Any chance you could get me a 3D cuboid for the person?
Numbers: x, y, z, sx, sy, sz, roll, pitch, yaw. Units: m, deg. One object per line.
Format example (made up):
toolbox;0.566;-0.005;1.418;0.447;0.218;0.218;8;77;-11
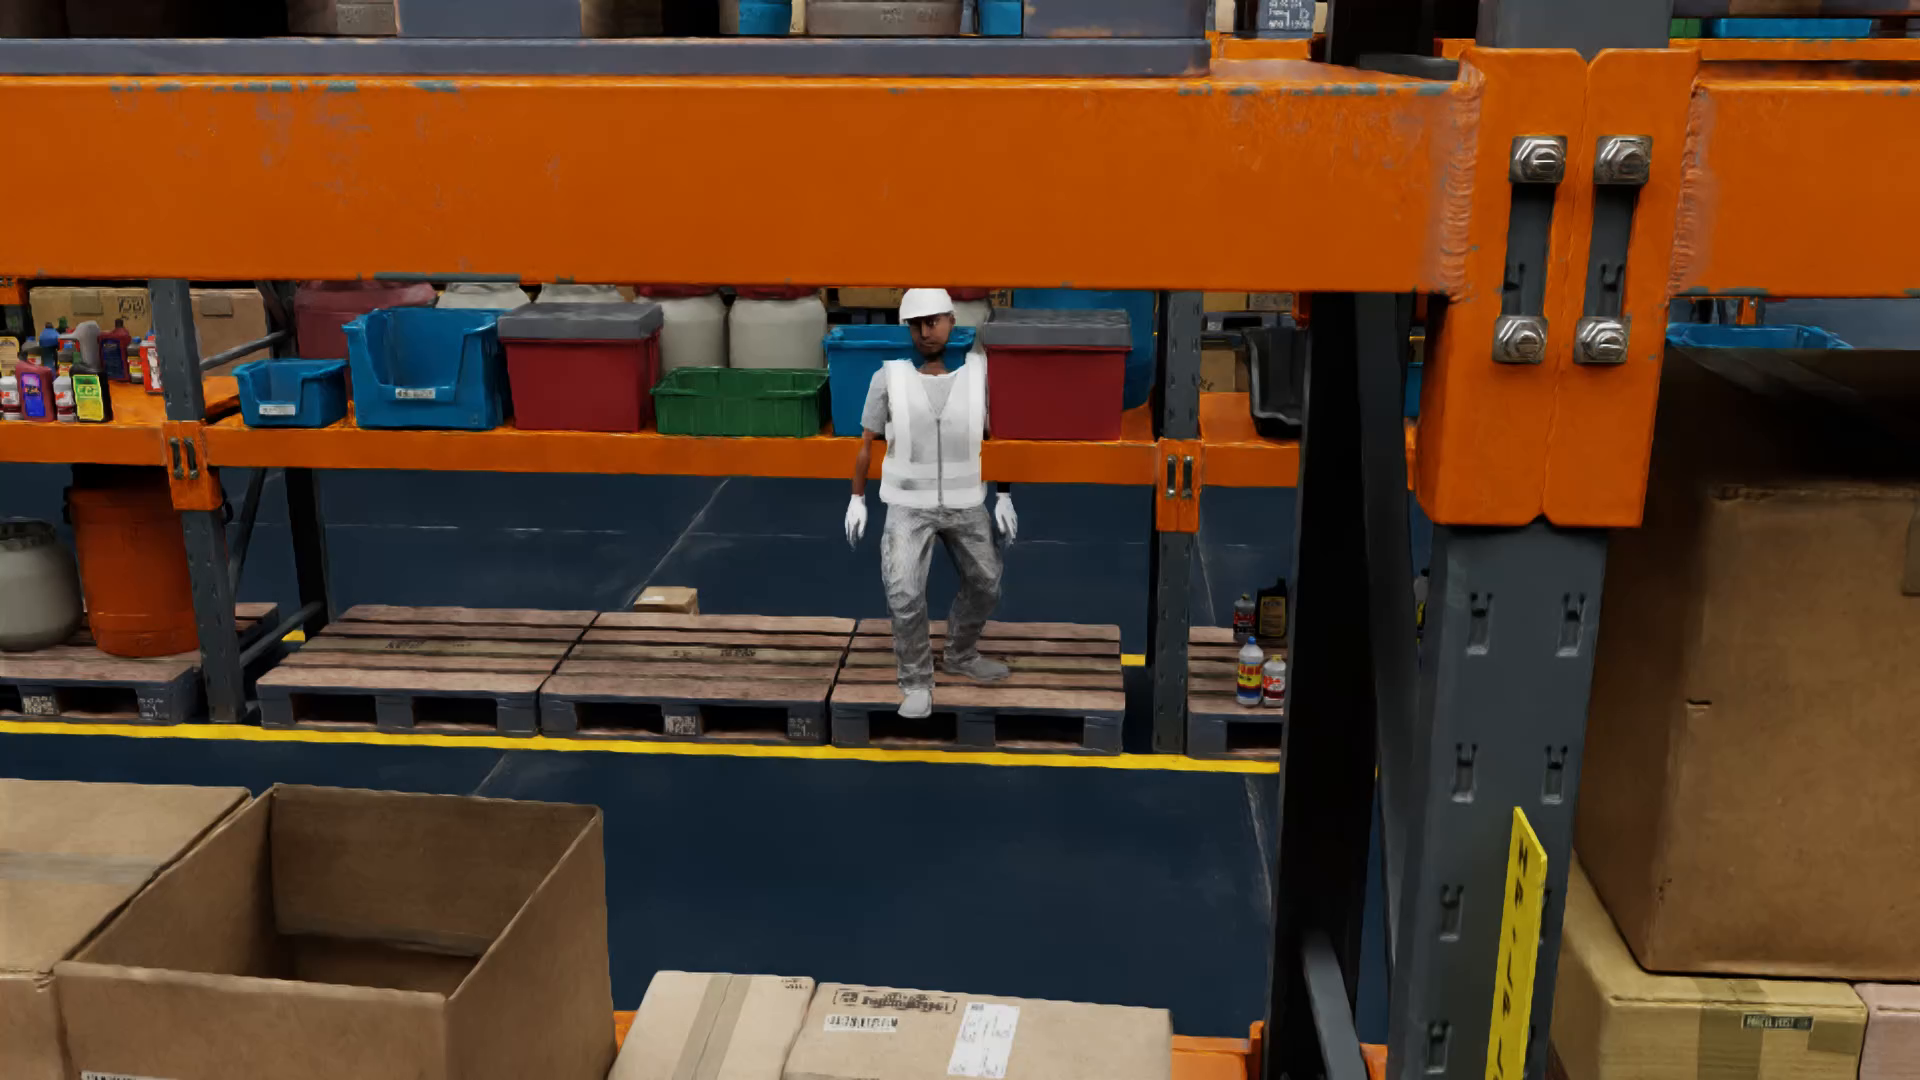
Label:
person;-0.100;-0.173;6.604;0.702;1.719;0.603;-4;18;-12
